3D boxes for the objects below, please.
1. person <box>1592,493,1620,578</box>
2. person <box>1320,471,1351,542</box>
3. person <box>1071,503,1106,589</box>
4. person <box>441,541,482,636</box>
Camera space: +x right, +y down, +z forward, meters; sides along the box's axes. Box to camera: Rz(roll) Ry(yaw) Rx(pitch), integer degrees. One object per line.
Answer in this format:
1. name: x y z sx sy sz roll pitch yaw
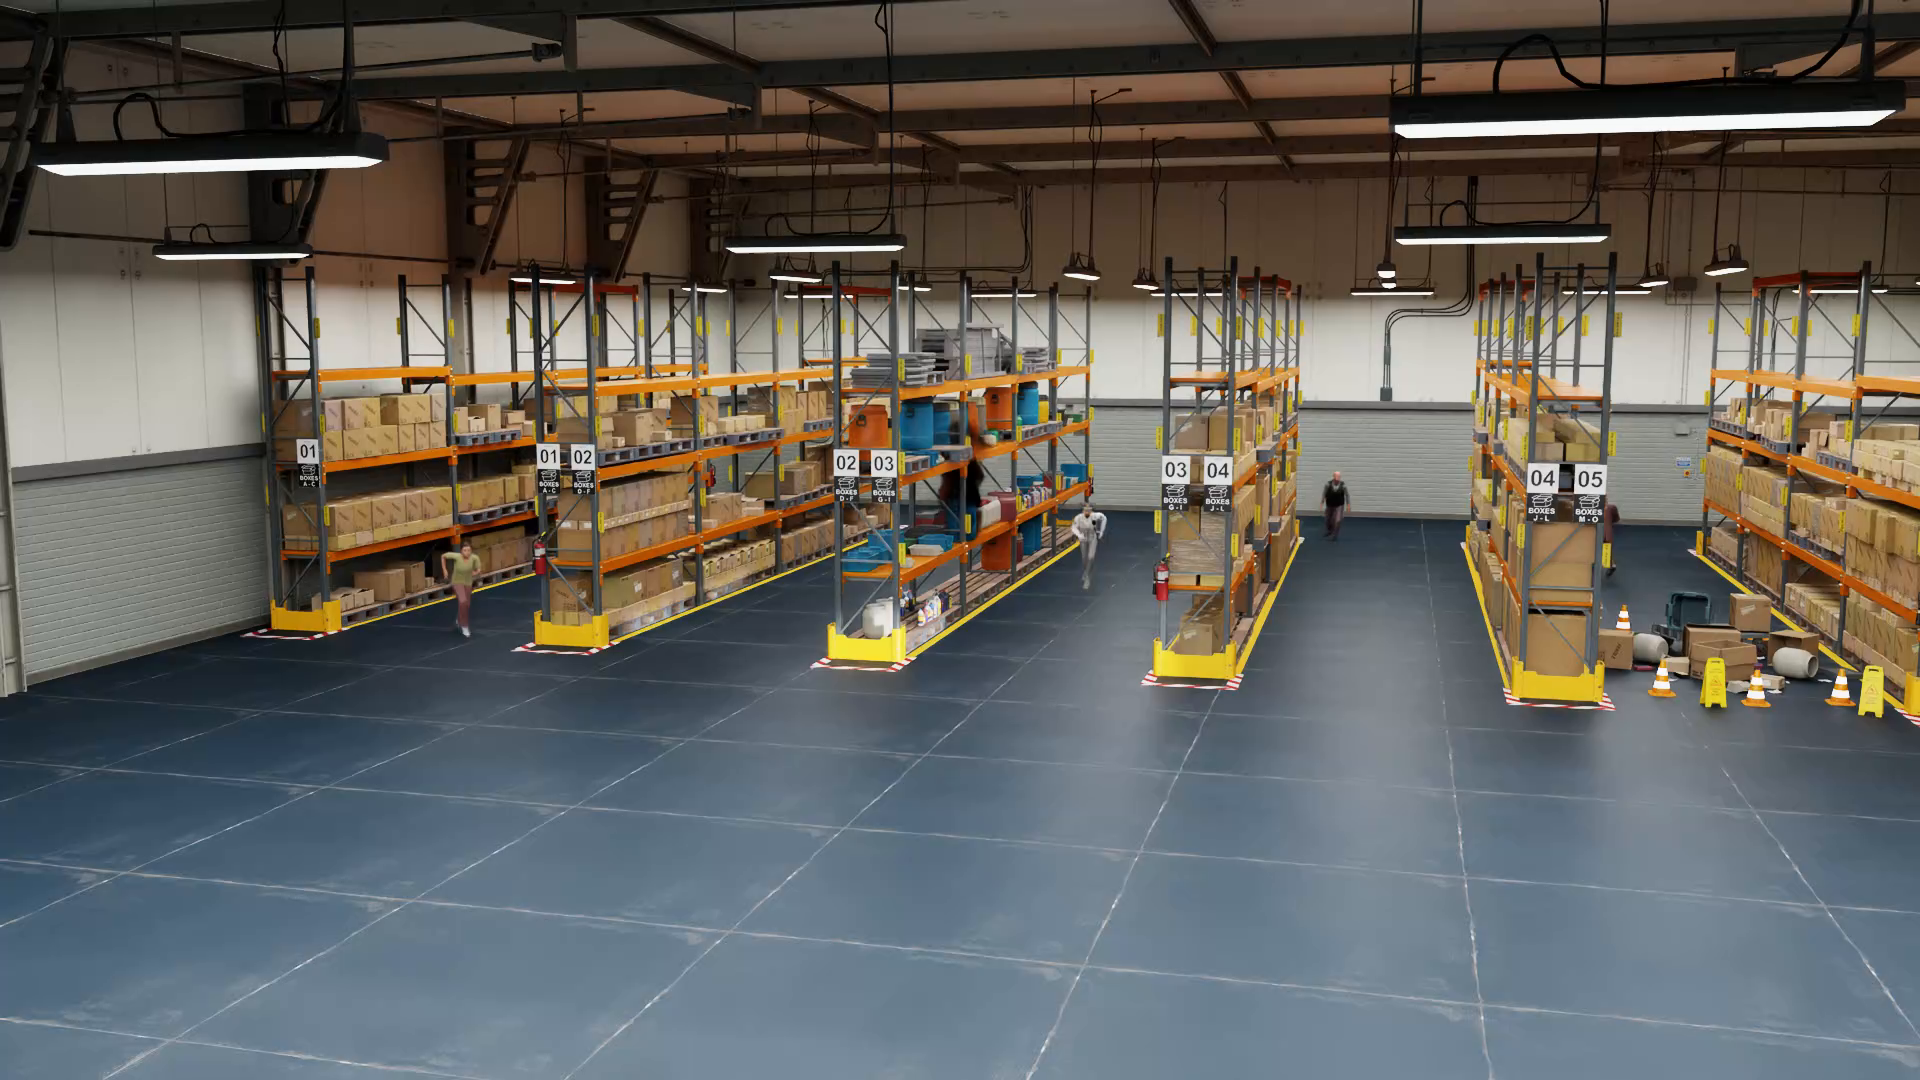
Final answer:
1. person: 12.996 -0.016 33.560 0.699 1.553 0.935 0 7 0
2. person: 8.947 -0.821 39.521 0.714 1.658 0.745 2 8 18
3. person: 2.409 0.062 31.194 0.659 1.598 0.953 0 7 3
4. person: -8.206 0.783 27.382 0.622 1.602 0.940 -4 8 -28
